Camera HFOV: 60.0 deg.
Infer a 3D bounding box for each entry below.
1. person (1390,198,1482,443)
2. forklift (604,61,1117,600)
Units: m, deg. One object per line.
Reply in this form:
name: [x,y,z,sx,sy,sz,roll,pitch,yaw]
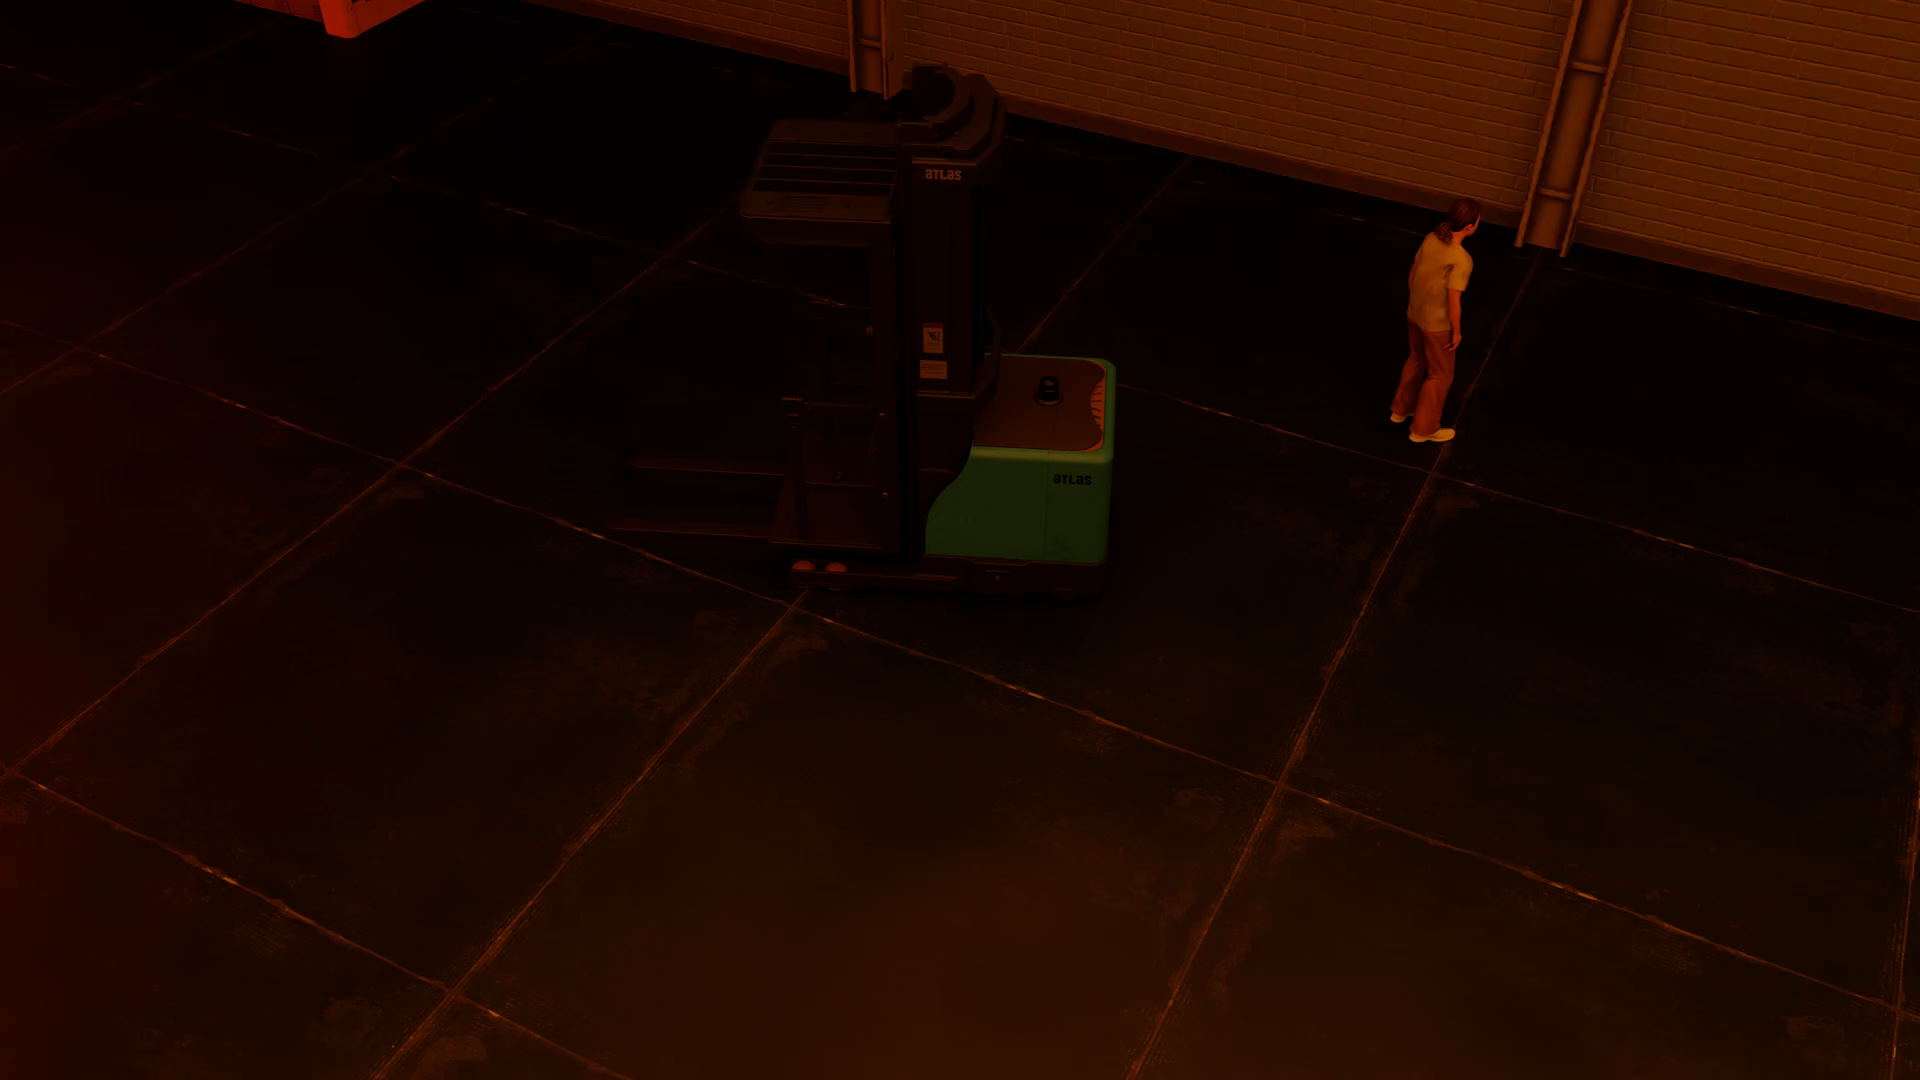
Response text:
person: [3.052,-1.413,10.643,0.363,1.672,0.499,-14,42,-16]
forklift: [-0.606,-1.157,9.360,3.031,2.935,1.130,3,40,4]
